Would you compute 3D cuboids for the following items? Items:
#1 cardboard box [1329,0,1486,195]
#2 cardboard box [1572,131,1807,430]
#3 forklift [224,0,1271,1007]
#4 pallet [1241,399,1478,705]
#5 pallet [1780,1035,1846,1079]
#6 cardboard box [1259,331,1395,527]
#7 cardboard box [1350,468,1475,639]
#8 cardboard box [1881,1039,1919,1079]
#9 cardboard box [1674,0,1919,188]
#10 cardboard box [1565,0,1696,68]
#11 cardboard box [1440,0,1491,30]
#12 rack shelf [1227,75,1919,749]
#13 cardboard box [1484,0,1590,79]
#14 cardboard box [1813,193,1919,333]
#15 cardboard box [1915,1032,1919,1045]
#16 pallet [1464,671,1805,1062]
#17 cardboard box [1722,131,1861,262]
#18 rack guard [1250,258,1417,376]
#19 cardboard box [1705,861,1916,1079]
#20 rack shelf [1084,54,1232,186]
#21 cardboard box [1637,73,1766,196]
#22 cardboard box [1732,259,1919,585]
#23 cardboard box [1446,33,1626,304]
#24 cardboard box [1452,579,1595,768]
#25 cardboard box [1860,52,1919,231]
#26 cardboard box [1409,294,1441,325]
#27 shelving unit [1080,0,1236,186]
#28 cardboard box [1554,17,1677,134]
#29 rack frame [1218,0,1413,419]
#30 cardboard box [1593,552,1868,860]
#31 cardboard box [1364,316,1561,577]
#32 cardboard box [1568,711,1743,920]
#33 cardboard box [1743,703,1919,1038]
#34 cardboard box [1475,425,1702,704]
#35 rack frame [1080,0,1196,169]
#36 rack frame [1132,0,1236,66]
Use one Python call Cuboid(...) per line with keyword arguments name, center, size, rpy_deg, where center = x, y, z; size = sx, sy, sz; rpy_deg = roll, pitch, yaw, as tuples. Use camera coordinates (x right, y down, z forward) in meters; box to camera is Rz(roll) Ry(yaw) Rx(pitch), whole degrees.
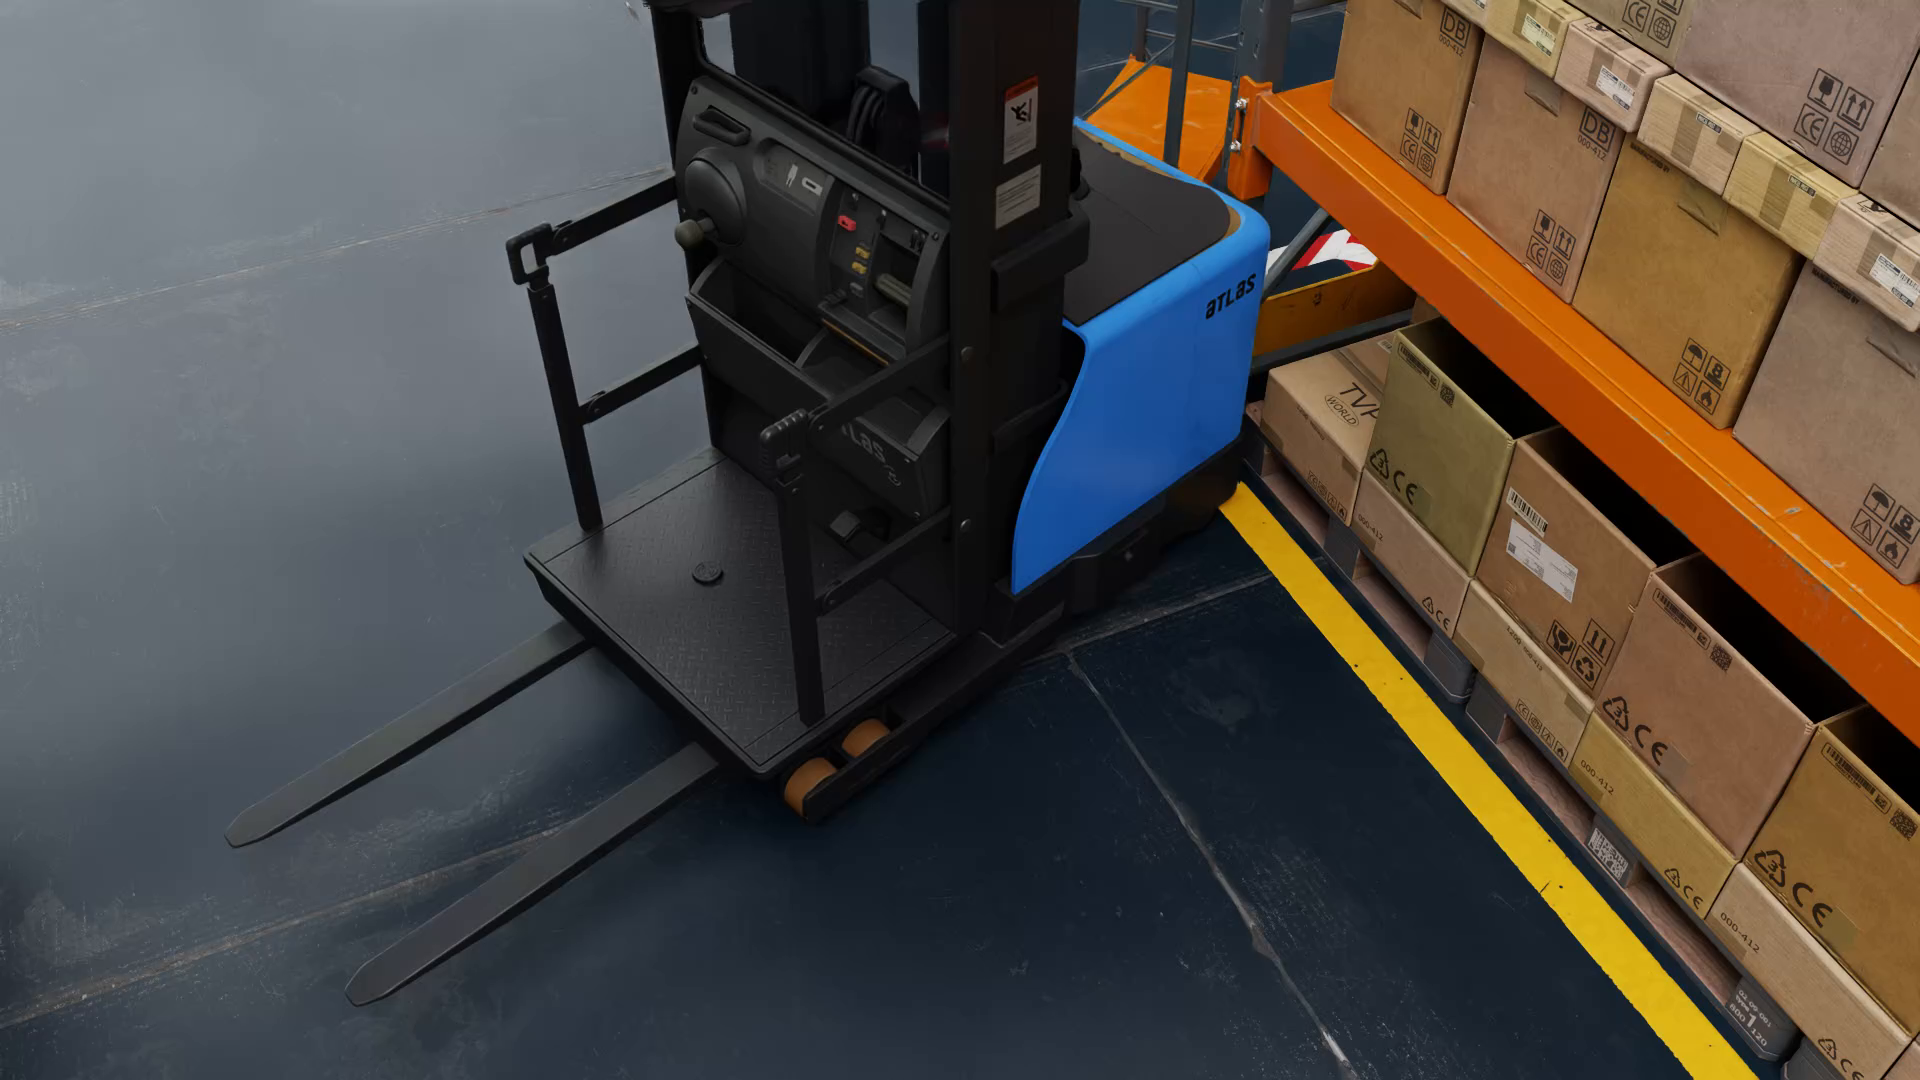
Cuboid(name="cardboard box", center=(1.444, -1.326, 4.387), size=(0.700, 0.500, 0.500), rpy_deg=(-18, 47, -17))
Cuboid(name="cardboard box", center=(1.872, -0.675, 3.727), size=(0.700, 0.500, 0.500), rpy_deg=(-18, 47, -17))
Cuboid(name="forklift", center=(-0.528, -0.708, 3.881), size=(3.031, 2.935, 1.130), rpy_deg=(-34, 54, -29))
Cuboid(name="pallet", center=(1.619, -0.124, 5.226), size=(1.003, 0.211, 1.213), rpy_deg=(-18, 47, -17))
Cuboid(name="pallet", center=(2.644, 1.431, 3.650), size=(1.003, 0.211, 1.213), rpy_deg=(-18, 47, -17))
Cuboid(name="cardboard box", center=(1.283, -0.355, 5.133), size=(0.500, 0.250, 0.500), rpy_deg=(-18, 47, -17))
Cuboid(name="cardboard box", center=(1.496, -0.038, 4.811), size=(0.500, 0.250, 0.500), rpy_deg=(-18, 47, -17))
Cuboid(name="cardboard box", center=(2.346, 1.234, 3.522), size=(0.500, 0.250, 0.500), rpy_deg=(-18, 47, -17))
Cuboid(name="cardboard box", center=(1.905, -1.100, 3.234), size=(0.700, 0.500, 0.500), rpy_deg=(-18, 47, -17))
Cuboid(name="cardboard box", center=(1.692, -1.421, 3.559), size=(0.700, 0.500, 0.500), rpy_deg=(-19, 48, -18))
Cuboid(name="cardboard box", center=(1.342, -1.377, 3.977), size=(0.380, 0.149, 0.250), rpy_deg=(-19, 48, -18))
Cuboid(name="rack shelf", center=(2.100, -0.061, 3.689), size=(1.077, 0.370, 4.000), rpy_deg=(-18, 47, -17))
Cuboid(name="cardboard box", center=(1.446, -1.218, 3.816), size=(0.380, 0.149, 0.250), rpy_deg=(-18, 47, -17))
Cuboid(name="cardboard box", center=(1.874, -0.565, 3.154), size=(0.380, 0.149, 0.250), rpy_deg=(-18, 47, -17))
Cuboid(name="cardboard box", center=(2.348, 0.966, 3.260), size=(0.500, 0.500, 0.500), rpy_deg=(-18, 47, -17))
Cuboid(name="pallet", center=(2.128, 0.652, 4.439), size=(1.003, 0.211, 1.213), rpy_deg=(-18, 47, -17))
Cuboid(name="cardboard box", center=(1.772, -0.725, 3.316), size=(0.380, 0.149, 0.250), rpy_deg=(-19, 48, -18))
Cuboid(name="rack guard", center=(1.249, -0.717, 5.621), size=(1.175, 0.500, 0.348), rpy_deg=(-18, 47, -17))
Cuboid(name="cardboard box", center=(2.123, 0.920, 3.841), size=(0.500, 0.250, 0.500), rpy_deg=(-18, 47, -17))
Cuboid(name="rack shelf", center=(0.657, -1.333, 5.789), size=(0.538, 0.185, 1.000), rpy_deg=(18, 47, 17))
Cuboid(name="cardboard box", center=(1.664, -0.887, 3.481), size=(0.380, 0.149, 0.250), rpy_deg=(-20, 48, -19))
Cuboid(name="cardboard box", center=(2.097, -0.340, 3.388), size=(0.700, 0.500, 0.500), rpy_deg=(-17, 47, -16))
Cuboid(name="cardboard box", center=(1.669, -0.993, 4.049), size=(0.700, 0.500, 0.500), rpy_deg=(-17, 47, -16))
Cuboid(name="cardboard box", center=(1.706, 0.281, 4.488), size=(0.500, 0.250, 0.500), rpy_deg=(-18, 47, -17))
Cuboid(name="cardboard box", center=(2.115, -0.781, 2.911), size=(0.700, 0.500, 0.500), rpy_deg=(-18, 47, -17))
Cuboid(name="cardboard box", center=(1.754, -0.776, 5.025), size=(0.500, 0.500, 0.500), rpy_deg=(-18, 47, -17))
Cuboid(name="shelving unit", center=(0.653, -1.455, 5.657), size=(0.587, 1.500, 1.083), rpy_deg=(18, 47, 17))
Cuboid(name="cardboard box", center=(1.550, -1.056, 3.652), size=(0.380, 0.149, 0.250), rpy_deg=(-19, 48, -18))
Cuboid(name="rack frame", center=(1.259, -1.592, 4.728), size=(1.000, 3.000, 0.127), rpy_deg=(-18, 47, -17))
Cuboid(name="cardboard box", center=(1.911, 0.335, 3.900), size=(0.500, 0.500, 0.500), rpy_deg=(-18, 47, -17))
Cuboid(name="cardboard box", center=(1.495, -0.304, 4.547), size=(0.500, 0.500, 0.500), rpy_deg=(-18, 47, -17))
Cuboid(name="cardboard box", center=(1.912, 0.601, 4.164), size=(0.500, 0.250, 0.500), rpy_deg=(-18, 47, -17))
Cuboid(name="cardboard box", center=(2.134, 0.649, 3.581), size=(0.500, 0.500, 0.500), rpy_deg=(-18, 47, -17))
Cuboid(name="cardboard box", center=(1.716, 0.011, 4.228), size=(0.500, 0.500, 0.500), rpy_deg=(-18, 47, -17))
Cuboid(name="rack frame", center=(0.446, -1.136, 5.334), size=(0.500, 1.500, 0.032), rpy_deg=(18, 47, 17))
Cuboid(name="rack frame", center=(0.867, -1.786, 5.992), size=(0.500, 1.500, 0.032), rpy_deg=(18, 47, 17))
